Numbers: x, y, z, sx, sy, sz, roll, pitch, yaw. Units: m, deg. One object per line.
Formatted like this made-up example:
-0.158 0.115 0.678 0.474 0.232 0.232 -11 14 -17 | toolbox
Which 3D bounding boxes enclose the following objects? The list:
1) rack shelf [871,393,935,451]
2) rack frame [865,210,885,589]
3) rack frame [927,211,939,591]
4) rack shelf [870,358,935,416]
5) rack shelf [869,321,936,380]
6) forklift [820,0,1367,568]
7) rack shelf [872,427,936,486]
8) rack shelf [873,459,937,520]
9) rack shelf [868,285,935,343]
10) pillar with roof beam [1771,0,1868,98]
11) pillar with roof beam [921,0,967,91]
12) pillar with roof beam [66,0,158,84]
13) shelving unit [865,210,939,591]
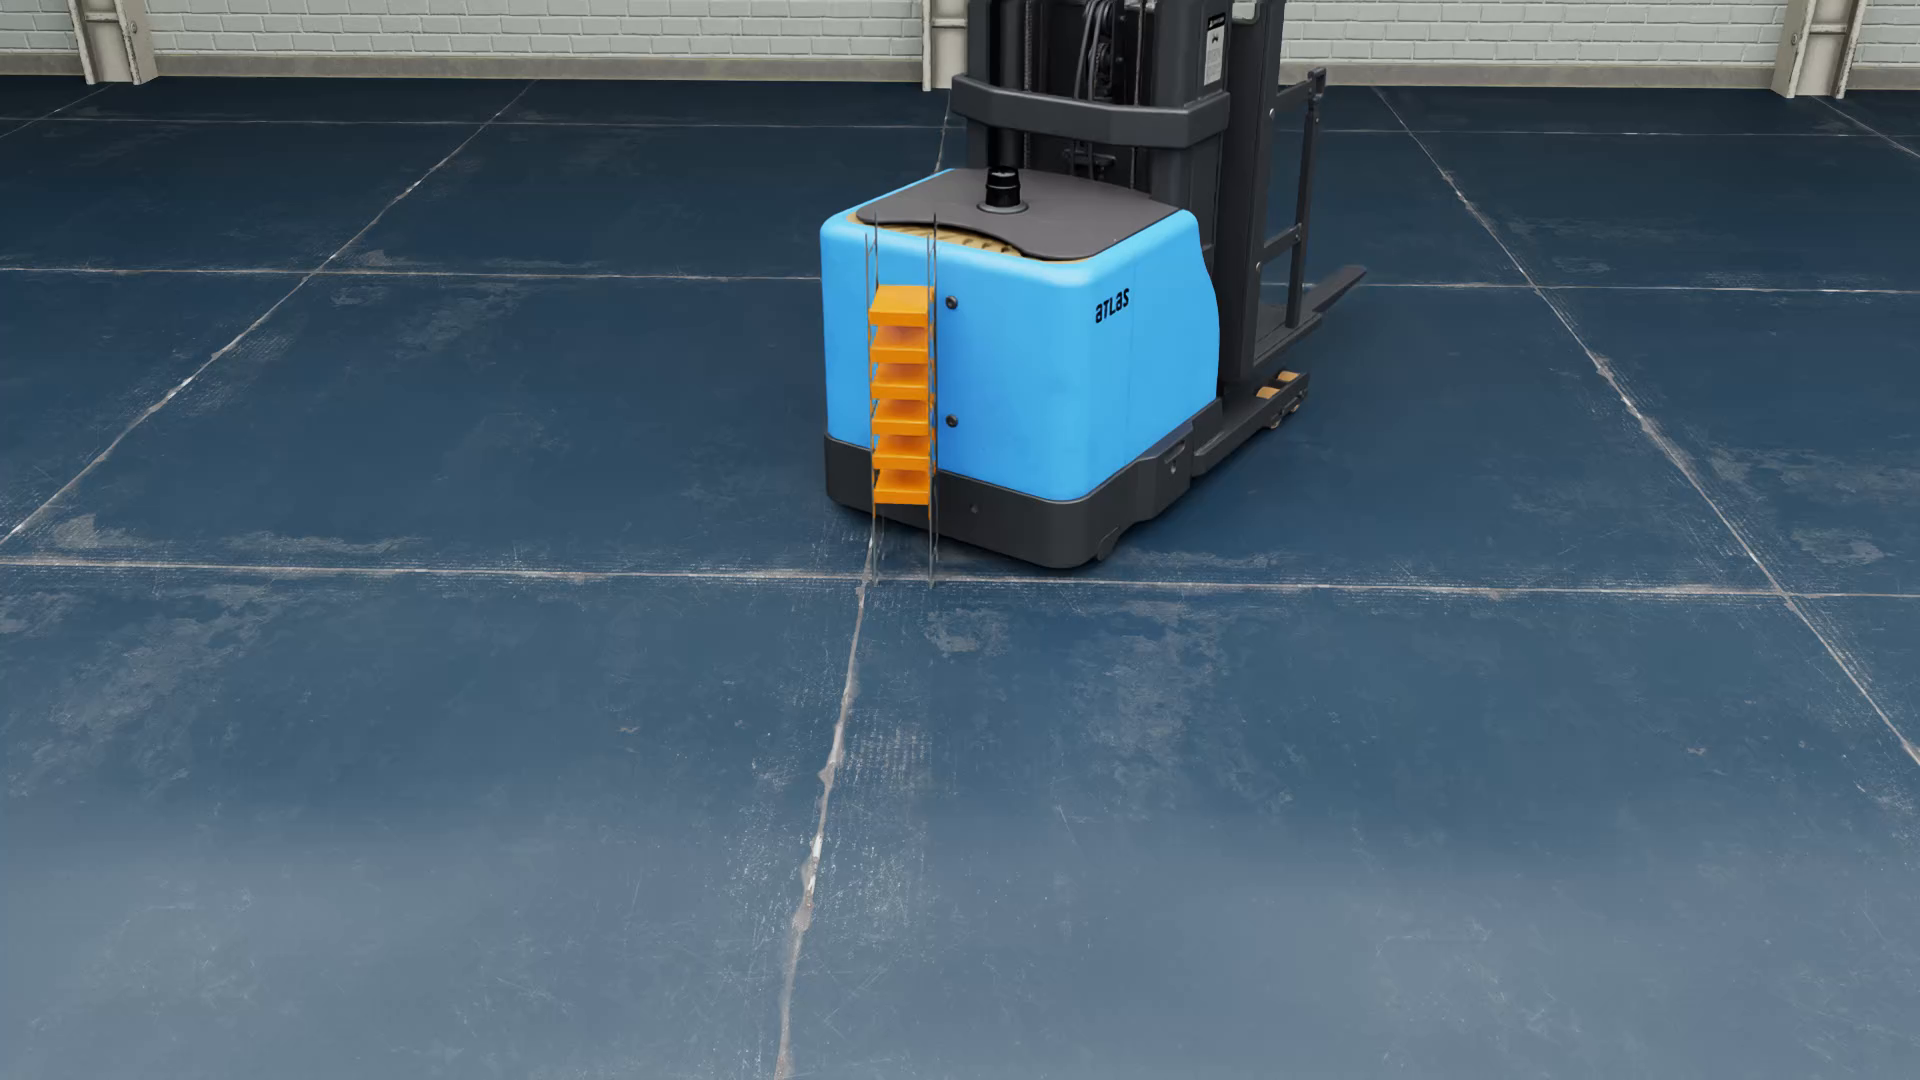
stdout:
-0.176 -0.383 5.287 0.180 0.103 0.258 2 28 4 | rack shelf
-0.267 -0.426 5.272 0.006 1.200 0.240 2 28 4 | rack frame
-0.085 -0.419 5.259 0.006 1.200 0.240 2 28 4 | rack frame
-0.176 -0.489 5.230 0.180 0.103 0.258 2 28 4 | rack shelf
-0.176 -0.595 5.174 0.180 0.103 0.258 2 28 4 | rack shelf
0.755 -1.846 6.102 1.130 2.935 3.031 17 32 29 | forklift
-0.176 -0.277 5.343 0.180 0.103 0.258 2 28 4 | rack shelf
-0.176 -0.171 5.399 0.180 0.103 0.258 2 28 4 | rack shelf
-0.176 -0.701 5.118 0.180 0.103 0.258 2 28 4 | rack shelf
5.784 -5.098 5.759 0.400 9.000 9.100 1 28 2 | pillar with roof beam
-0.212 -5.197 5.946 0.400 9.000 9.100 1 28 2 | pillar with roof beam
-6.209 -5.296 6.133 0.400 9.000 9.100 1 28 2 | pillar with roof beam
-0.176 -0.422 5.266 0.189 1.200 0.258 2 28 4 | shelving unit
